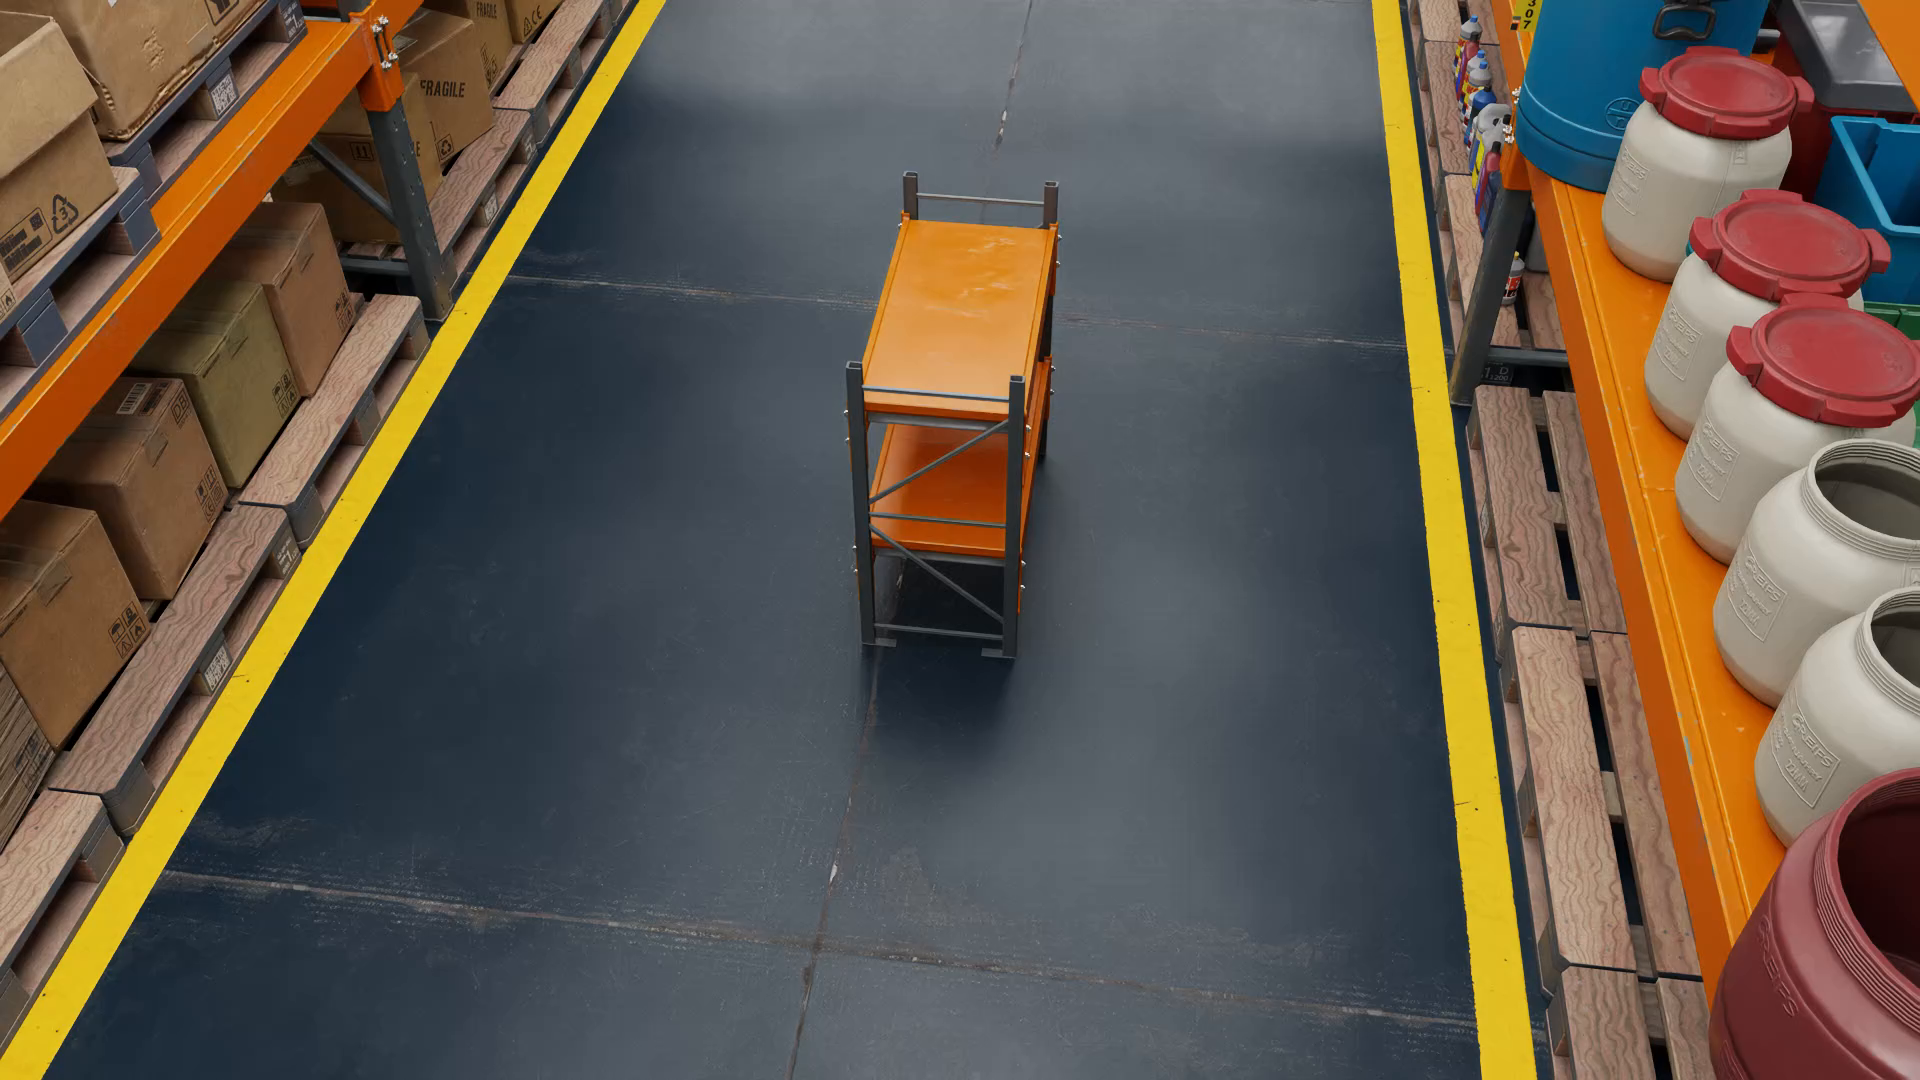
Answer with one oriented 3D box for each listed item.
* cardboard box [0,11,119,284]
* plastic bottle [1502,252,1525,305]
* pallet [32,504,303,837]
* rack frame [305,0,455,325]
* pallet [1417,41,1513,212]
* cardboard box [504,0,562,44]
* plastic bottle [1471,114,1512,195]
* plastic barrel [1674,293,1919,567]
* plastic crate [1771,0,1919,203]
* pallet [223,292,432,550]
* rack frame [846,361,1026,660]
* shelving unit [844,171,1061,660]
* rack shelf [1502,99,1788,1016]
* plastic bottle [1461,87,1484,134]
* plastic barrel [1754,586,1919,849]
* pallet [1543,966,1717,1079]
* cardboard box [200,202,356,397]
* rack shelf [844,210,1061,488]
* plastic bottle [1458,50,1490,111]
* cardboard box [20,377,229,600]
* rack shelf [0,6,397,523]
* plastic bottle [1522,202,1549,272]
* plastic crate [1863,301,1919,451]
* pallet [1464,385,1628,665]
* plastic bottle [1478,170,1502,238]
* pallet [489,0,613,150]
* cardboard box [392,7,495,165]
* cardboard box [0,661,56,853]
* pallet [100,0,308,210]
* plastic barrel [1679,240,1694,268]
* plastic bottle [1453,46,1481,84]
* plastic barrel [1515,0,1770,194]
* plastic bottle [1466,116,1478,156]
[{"bbox_3d":[-2.692,-1.040,4.286,0.797,0.503,0.637,9,44,10],"label":"cardboard box"},{"bbox_3d":[2.094,-1.009,6.349,0.097,0.201,0.097,0,43,0],"label":"plastic bottle"},{"bbox_3d":[-2.815,0.337,5.240,1.003,0.211,1.213,5,44,6],"label":"pallet"},{"bbox_3d":[-2.555,-2.040,5.723,1.000,3.000,0.127,5,44,6],"label":"rack frame"},{"bbox_3d":[2.644,-1.865,7.566,1.003,0.211,1.213,5,44,6],"label":"pallet"},{"bbox_3d":[-2.272,-2.751,7.987,0.500,0.500,0.500,9,44,9],"label":"cardboard box"},{"bbox_3d":[2.222,-1.604,6.869,0.144,0.351,0.185,5,44,5],"label":"plastic bottle"},{"bbox_3d":[1.857,-0.212,3.693,0.433,0.535,0.433,0,43,0],"label":"plastic barrel"},{"bbox_3d":[2.594,-1.255,4.847,0.402,0.464,0.583,5,44,6],"label":"plastic crate"},{"bbox_3d":[-2.656,-0.497,6.121,1.003,0.211,1.213,5,44,6],"label":"pallet"},{"bbox_3d":[-0.068,-0.057,4.992,0.500,1.125,0.032,5,44,6],"label":"rack frame"},{"bbox_3d":[-0.001,-0.404,5.358,0.538,1.125,1.048,5,44,6],"label":"shelving unit"},{"bbox_3d":[2.090,0.035,4.055,1.077,0.370,4.000,5,44,6],"label":"rack shelf"},{"bbox_3d":[2.263,-1.883,7.272,0.097,0.201,0.097,0,43,0],"label":"plastic bottle"},{"bbox_3d":[1.750,0.375,3.091,0.421,0.512,0.421,0,43,0],"label":"plastic barrel"},{"bbox_3d":[1.967,1.625,3.881,1.003,0.211,1.213,5,44,6],"label":"pallet"},{"bbox_3d":[-2.657,-0.875,5.991,0.700,0.500,0.500,2,43,2],"label":"cardboard box"},{"bbox_3d":[-0.001,-0.616,5.157,0.538,0.278,1.000,5,44,6],"label":"rack shelf"},{"bbox_3d":[2.290,-2.044,7.391,0.097,0.271,0.097,0,43,0],"label":"plastic bottle"},{"bbox_3d":[-2.813,-0.171,5.247,0.700,0.500,0.500,2,43,2],"label":"cardboard box"},{"bbox_3d":[-2.819,-0.416,4.531,1.077,0.370,4.000,5,44,6],"label":"rack shelf"},{"bbox_3d":[2.297,-1.240,6.484,0.144,0.351,0.185,5,44,6],"label":"plastic bottle"},{"bbox_3d":[2.404,-0.300,4.039,0.450,0.188,0.662,5,44,6],"label":"plastic crate"},{"bbox_3d":[2.289,-0.038,5.637,1.003,0.211,1.213,5,44,6],"label":"pallet"},{"bbox_3d":[2.180,-1.383,6.636,0.144,0.351,0.185,3,44,3],"label":"plastic bottle"},{"bbox_3d":[-2.342,-2.322,8.049,1.003,0.211,1.213,5,44,6],"label":"pallet"},{"bbox_3d":[-2.394,-1.945,7.135,0.500,0.500,0.500,19,46,19],"label":"cardboard box"},{"bbox_3d":[-2.954,0.596,4.436,0.700,0.500,0.500,2,43,2],"label":"cardboard box"},{"bbox_3d":[-2.800,-1.463,5.253,1.003,0.211,1.213,5,44,6],"label":"pallet"},{"bbox_3d":[2.028,-0.651,4.357,0.301,0.262,0.301,0,43,0],"label":"plastic barrel"},{"bbox_3d":[2.321,-2.181,7.588,0.097,0.201,0.097,0,43,0],"label":"plastic bottle"},{"bbox_3d":[2.003,-1.536,4.826,0.600,0.901,0.708,5,44,6],"label":"plastic barrel"},{"bbox_3d":[2.236,-1.743,7.124,0.097,0.201,0.097,0,43,0],"label":"plastic bottle"}]
